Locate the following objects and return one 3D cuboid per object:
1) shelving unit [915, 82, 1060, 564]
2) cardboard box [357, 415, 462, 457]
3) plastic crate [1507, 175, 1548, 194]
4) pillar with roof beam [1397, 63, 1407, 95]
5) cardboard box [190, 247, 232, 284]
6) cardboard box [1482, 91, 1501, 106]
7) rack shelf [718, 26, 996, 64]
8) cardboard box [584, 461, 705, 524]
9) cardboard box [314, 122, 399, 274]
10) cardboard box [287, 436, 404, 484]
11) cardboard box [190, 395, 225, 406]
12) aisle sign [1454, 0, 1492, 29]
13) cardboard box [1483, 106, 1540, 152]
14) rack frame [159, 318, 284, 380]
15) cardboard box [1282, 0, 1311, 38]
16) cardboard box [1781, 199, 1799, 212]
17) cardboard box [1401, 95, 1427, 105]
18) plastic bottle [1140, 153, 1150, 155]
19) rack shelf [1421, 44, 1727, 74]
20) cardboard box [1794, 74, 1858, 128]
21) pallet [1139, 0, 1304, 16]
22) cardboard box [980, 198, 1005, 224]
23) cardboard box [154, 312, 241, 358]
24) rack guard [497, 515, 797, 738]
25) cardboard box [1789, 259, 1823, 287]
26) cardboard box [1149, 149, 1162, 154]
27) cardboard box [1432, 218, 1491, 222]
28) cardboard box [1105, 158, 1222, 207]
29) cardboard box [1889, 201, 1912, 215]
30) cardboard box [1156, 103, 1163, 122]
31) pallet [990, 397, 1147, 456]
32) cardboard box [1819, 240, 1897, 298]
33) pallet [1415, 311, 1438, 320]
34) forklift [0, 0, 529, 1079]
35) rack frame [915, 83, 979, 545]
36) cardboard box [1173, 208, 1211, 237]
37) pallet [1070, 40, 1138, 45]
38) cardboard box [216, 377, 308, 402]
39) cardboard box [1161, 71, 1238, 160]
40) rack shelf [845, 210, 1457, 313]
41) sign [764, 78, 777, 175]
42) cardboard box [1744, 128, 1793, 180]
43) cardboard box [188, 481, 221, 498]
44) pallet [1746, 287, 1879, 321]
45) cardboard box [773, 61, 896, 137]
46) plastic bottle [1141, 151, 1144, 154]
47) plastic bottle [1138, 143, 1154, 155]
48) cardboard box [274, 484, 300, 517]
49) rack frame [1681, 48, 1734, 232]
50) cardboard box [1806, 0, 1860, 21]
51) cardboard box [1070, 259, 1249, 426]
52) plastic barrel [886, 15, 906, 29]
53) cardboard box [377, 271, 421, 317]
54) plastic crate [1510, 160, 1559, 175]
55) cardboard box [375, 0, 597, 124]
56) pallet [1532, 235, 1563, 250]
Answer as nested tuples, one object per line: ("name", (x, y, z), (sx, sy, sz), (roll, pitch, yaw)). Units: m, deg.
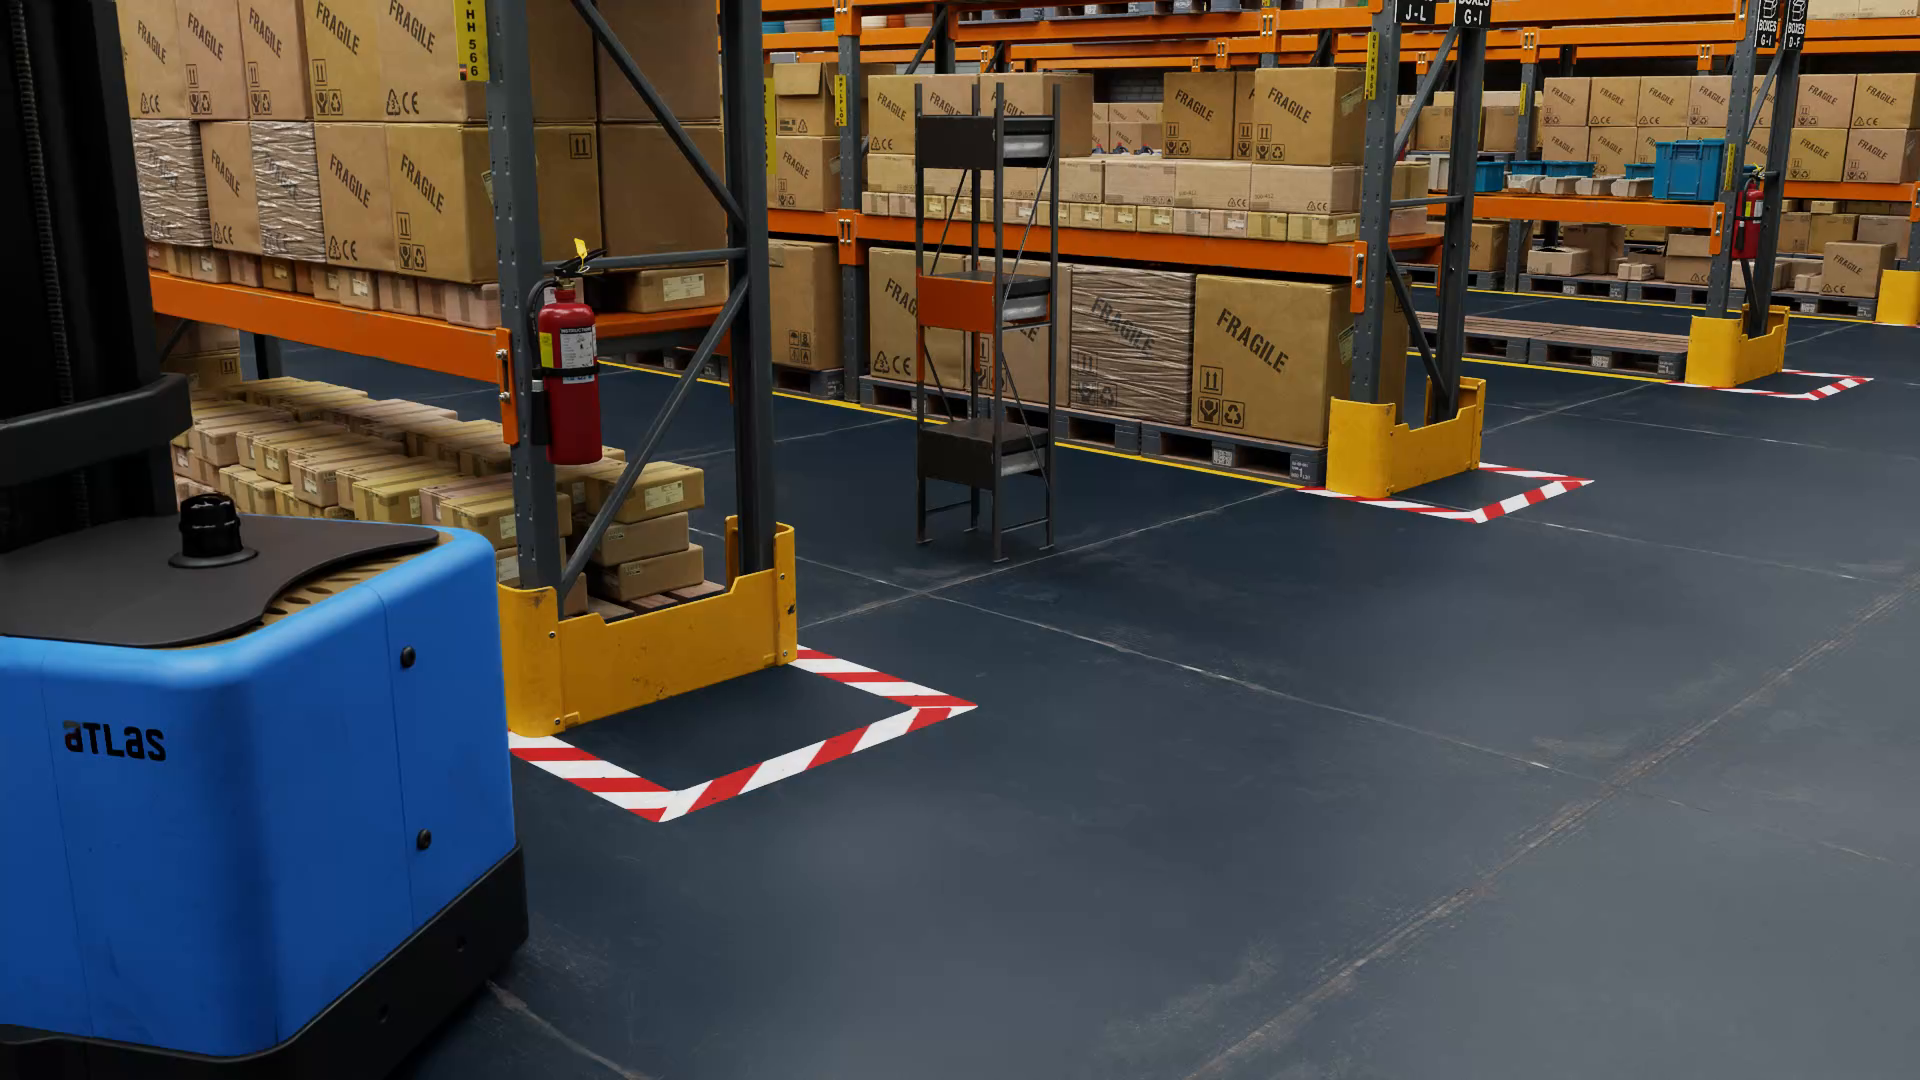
("shelving unit", (0.119, -0.987, 7.556), (0.503, 2.100, 0.431), (14, 20, 42))
("cardboard box", (-2.407, -0.438, 7.304), (0.250, 0.149, 0.380), (14, 20, 42))
("plastic crate", (4.541, -2.858, 13.357), (0.250, 0.136, 0.298), (14, 20, 42))
("pillar with roof beam", (3.690, -8.405, 22.344), (0.400, 9.000, 9.100), (14, 20, 42))
("cardboard box", (-2.978, -1.167, 6.961), (0.380, 0.149, 0.250), (-13, 20, -42))
("cardboard box", (7.549, -6.244, 23.631), (0.500, 0.250, 0.500), (13, 20, 41))
("rack shelf", (-1.303, -5.554, 18.778), (4.000, 0.370, 1.077), (14, 20, 42))
("cardboard box", (-1.198, -0.184, 6.331), (0.250, 0.149, 0.380), (13, 19, 40))
("cardboard box", (-1.926, -1.235, 5.933), (0.500, 0.500, 0.500), (13, 20, 41))
("cardboard box", (-2.517, -0.314, 6.830), (0.250, 0.149, 0.380), (13, 19, 40))
("cardboard box", (-3.675, -0.574, 7.827), (0.380, 0.149, 0.250), (-13, 20, -41))
("aisle sign", (2.718, -3.102, 8.731), (0.004, 0.787, 0.394), (14, 20, 42))
("cardboard box", (6.272, -4.674, 18.892), (0.500, 0.500, 0.700), (7, 16, 24))
("rack frame", (-3.937, -1.619, 8.198), (0.127, 3.000, 1.000), (14, 20, 42))
("cardboard box", (4.283, -6.340, 20.167), (0.500, 0.500, 0.910), (14, 20, 42))
("cardboard box", (10.480, -4.264, 21.186), (0.380, 0.149, 0.250), (-14, 20, -42))
("cardboard box", (6.745, -6.529, 24.685), (0.250, 0.149, 0.380), (11, 18, 35))
("plastic bottle", (1.786, -3.527, 15.765), (0.135, 0.276, 0.152), (14, 20, 42))
("rack shelf", (8.453, -6.653, 22.993), (4.000, 0.370, 1.077), (14, 20, 42))
("cardboard box", (8.462, -4.248, 16.104), (0.500, 0.500, 0.500), (-14, 20, -43))
("pallet", (2.385, -4.881, 15.140), (1.003, 0.211, 1.213), (14, 20, 42))
("cardboard box", (0.315, -2.086, 10.486), (0.250, 0.149, 0.380), (13, 20, 41))
("cardboard box", (-4.285, -1.153, 9.046), (0.500, 0.250, 0.500), (13, 19, 40))
("rack guard", (-1.112, 0.277, 5.877), (0.348, 0.500, 1.175), (14, 20, 42))
("cardboard box", (8.783, -2.716, 16.987), (0.500, 0.250, 0.500), (14, 20, 42))
("cardboard box", (2.621, -5.091, 22.019), (0.380, 0.149, 0.250), (-13, 19, -40))
("cardboard box", (5.887, -3.523, 19.588), (0.500, 0.500, 0.500), (14, 20, 43))
("cardboard box", (1.194, -2.088, 9.703), (0.500, 0.250, 0.500), (13, 19, 40))
("cardboard box", (11.699, -4.102, 20.565), (0.250, 0.149, 0.380), (14, 20, 43))
("cardboard box", (3.579, -6.926, 27.334), (0.500, 0.500, 0.500), (14, 20, 42))
("pallet", (0.954, -0.792, 10.552), (1.213, 0.211, 1.003), (14, 20, 42))
("cardboard box", (8.775, -2.653, 16.250), (0.500, 0.500, 0.500), (14, 20, 42))
("pallet", (3.573, -1.930, 14.920), (1.213, 0.211, 1.003), (14, 20, 42))
("forklift", (-2.610, -0.379, 3.574), (3.031, 2.935, 1.130), (4, 15, 14))
("rack frame", (-0.057, -1.030, 7.720), (0.015, 2.100, 0.400), (14, 20, 42))
("cardboard box", (1.425, -1.816, 9.452), (0.250, 0.149, 0.380), (14, 20, 43))
("pallet", (2.220, -6.657, 21.958), (1.003, 0.211, 1.213), (-13, 20, -42))
("cardboard box", (-3.500, -0.716, 8.372), (0.380, 0.149, 0.250), (-14, 20, -43))
("cardboard box", (1.563, -2.546, 9.975), (0.500, 0.500, 0.500), (13, 19, 41))
("rack shelf", (1.019, -1.804, 10.332), (4.000, 0.370, 1.077), (14, 20, 42))
("sign", (-0.681, -1.437, 5.780), (0.005, 0.325, 0.100), (14, 20, 42))
("cardboard box", (8.094, -3.855, 16.580), (0.500, 0.500, 0.500), (14, 20, 43))
("cardboard box", (-3.274, -0.205, 7.591), (0.250, 0.149, 0.380), (13, 20, 41))
("pallet", (8.708, -2.402, 16.734), (1.213, 0.211, 1.003), (14, 20, 42))
("cardboard box", (-0.887, -3.146, 11.869), (0.637, 0.503, 0.797), (13, 19, 41))
("plastic bottle", (1.810, -3.725, 16.533), (0.097, 0.271, 0.097), (0, 15, 0))
("plastic bottle", (1.862, -3.793, 16.637), (0.185, 0.351, 0.144), (14, 20, 42))
("cardboard box", (-2.564, -0.155, 6.808), (0.380, 0.149, 0.250), (-13, 20, -41))
("rack frame", (9.893, -5.199, 21.937), (0.127, 3.000, 1.000), (14, 20, 42))
("cardboard box", (8.432, -5.110, 15.942), (0.500, 0.250, 0.500), (14, 20, 42))
("cardboard box", (1.287, -1.234, 10.099), (0.875, 0.875, 0.875), (14, 20, 42))
("plastic barrel", (-0.774, -6.058, 18.432), (0.708, 0.830, 0.600), (14, 20, 42))
("cardboard box", (-1.832, -0.895, 5.916), (0.250, 0.149, 0.380), (13, 20, 42))
("plastic crate", (4.783, -3.035, 13.843), (0.300, 0.233, 0.416), (14, 20, 42))
("cardboard box", (-1.559, -1.630, 5.469), (0.500, 0.500, 0.500), (13, 20, 41))
("pallet", (8.403, -4.185, 23.574), (1.213, 0.211, 1.003), (14, 20, 42))
